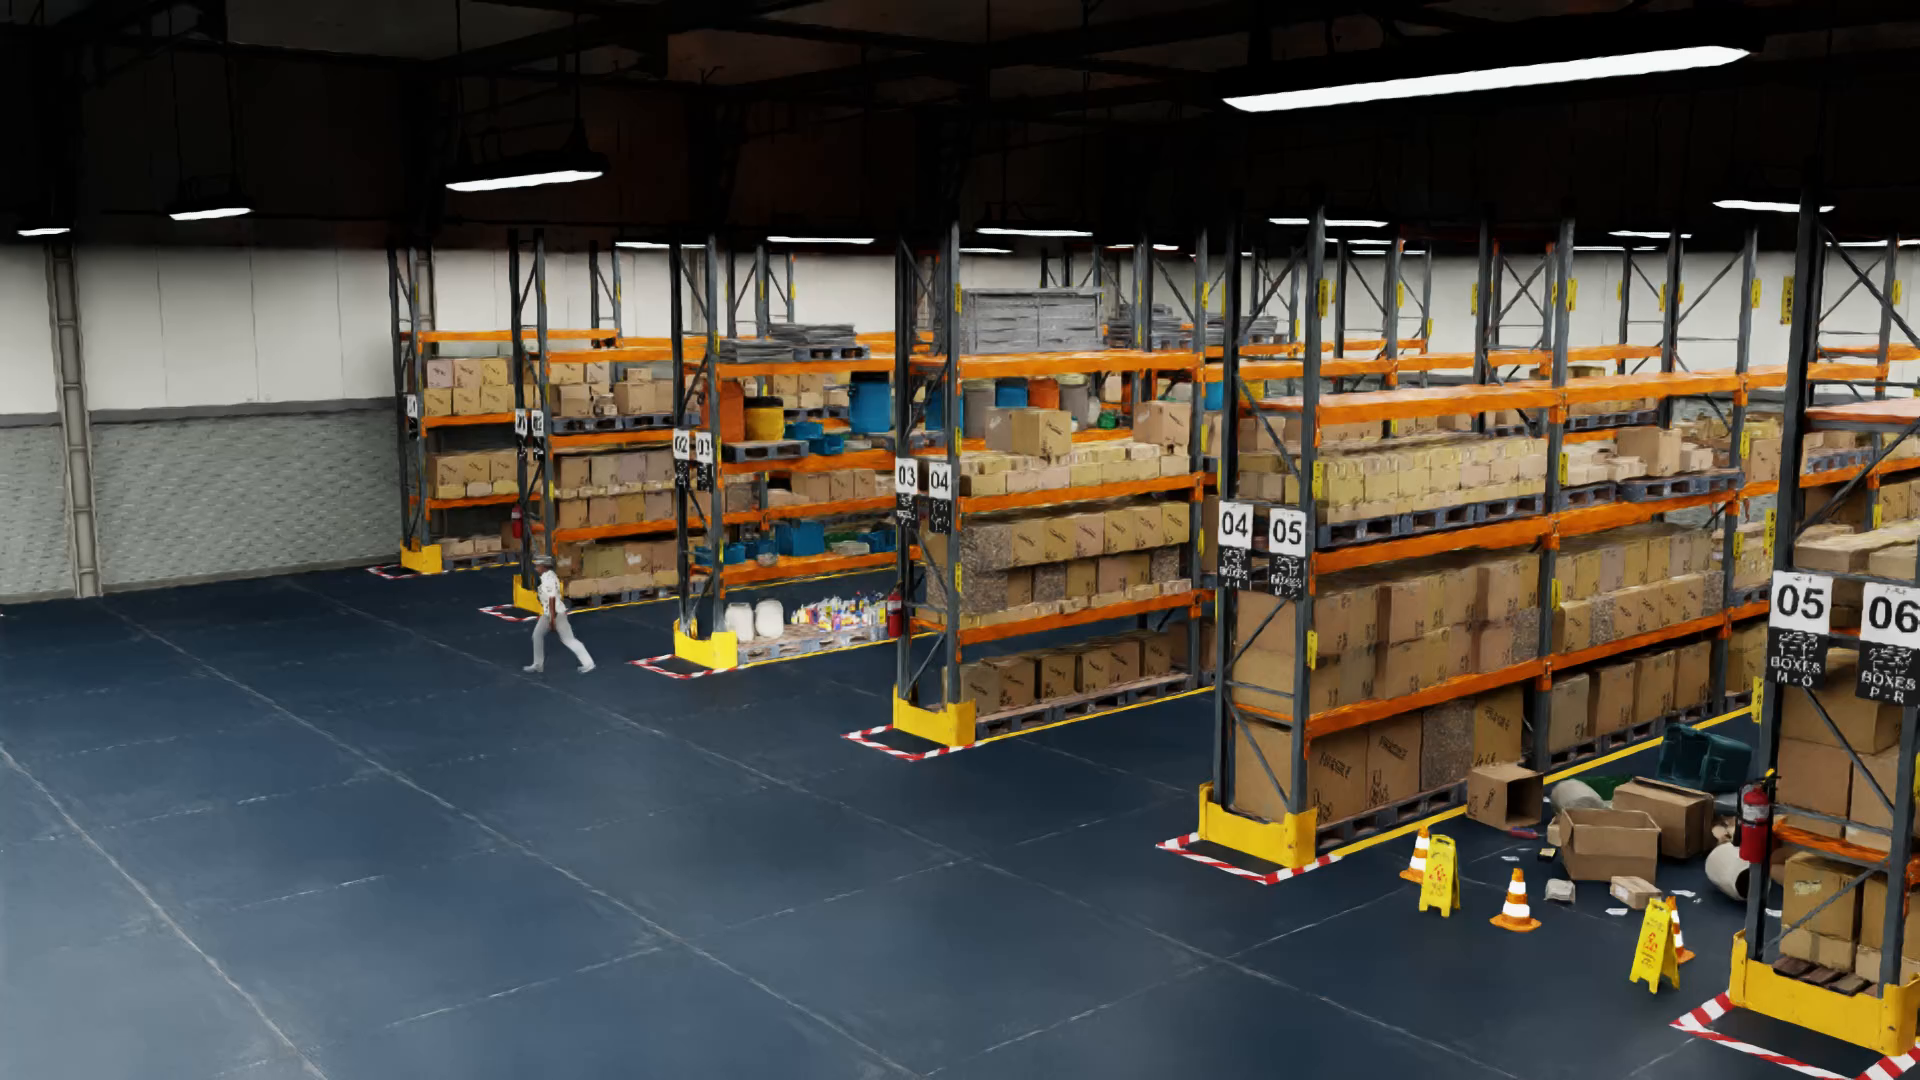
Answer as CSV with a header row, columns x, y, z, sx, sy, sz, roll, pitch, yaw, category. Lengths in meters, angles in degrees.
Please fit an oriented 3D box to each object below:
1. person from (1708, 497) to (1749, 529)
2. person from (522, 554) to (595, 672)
x,y,z,sx,sy,sz,roll,pitch,yaw,category
14.393,-0.463,31.150,0.712,1.697,0.830,5,10,31,person
-5.366,0.978,22.132,0.935,1.610,0.505,-3,9,-18,person
